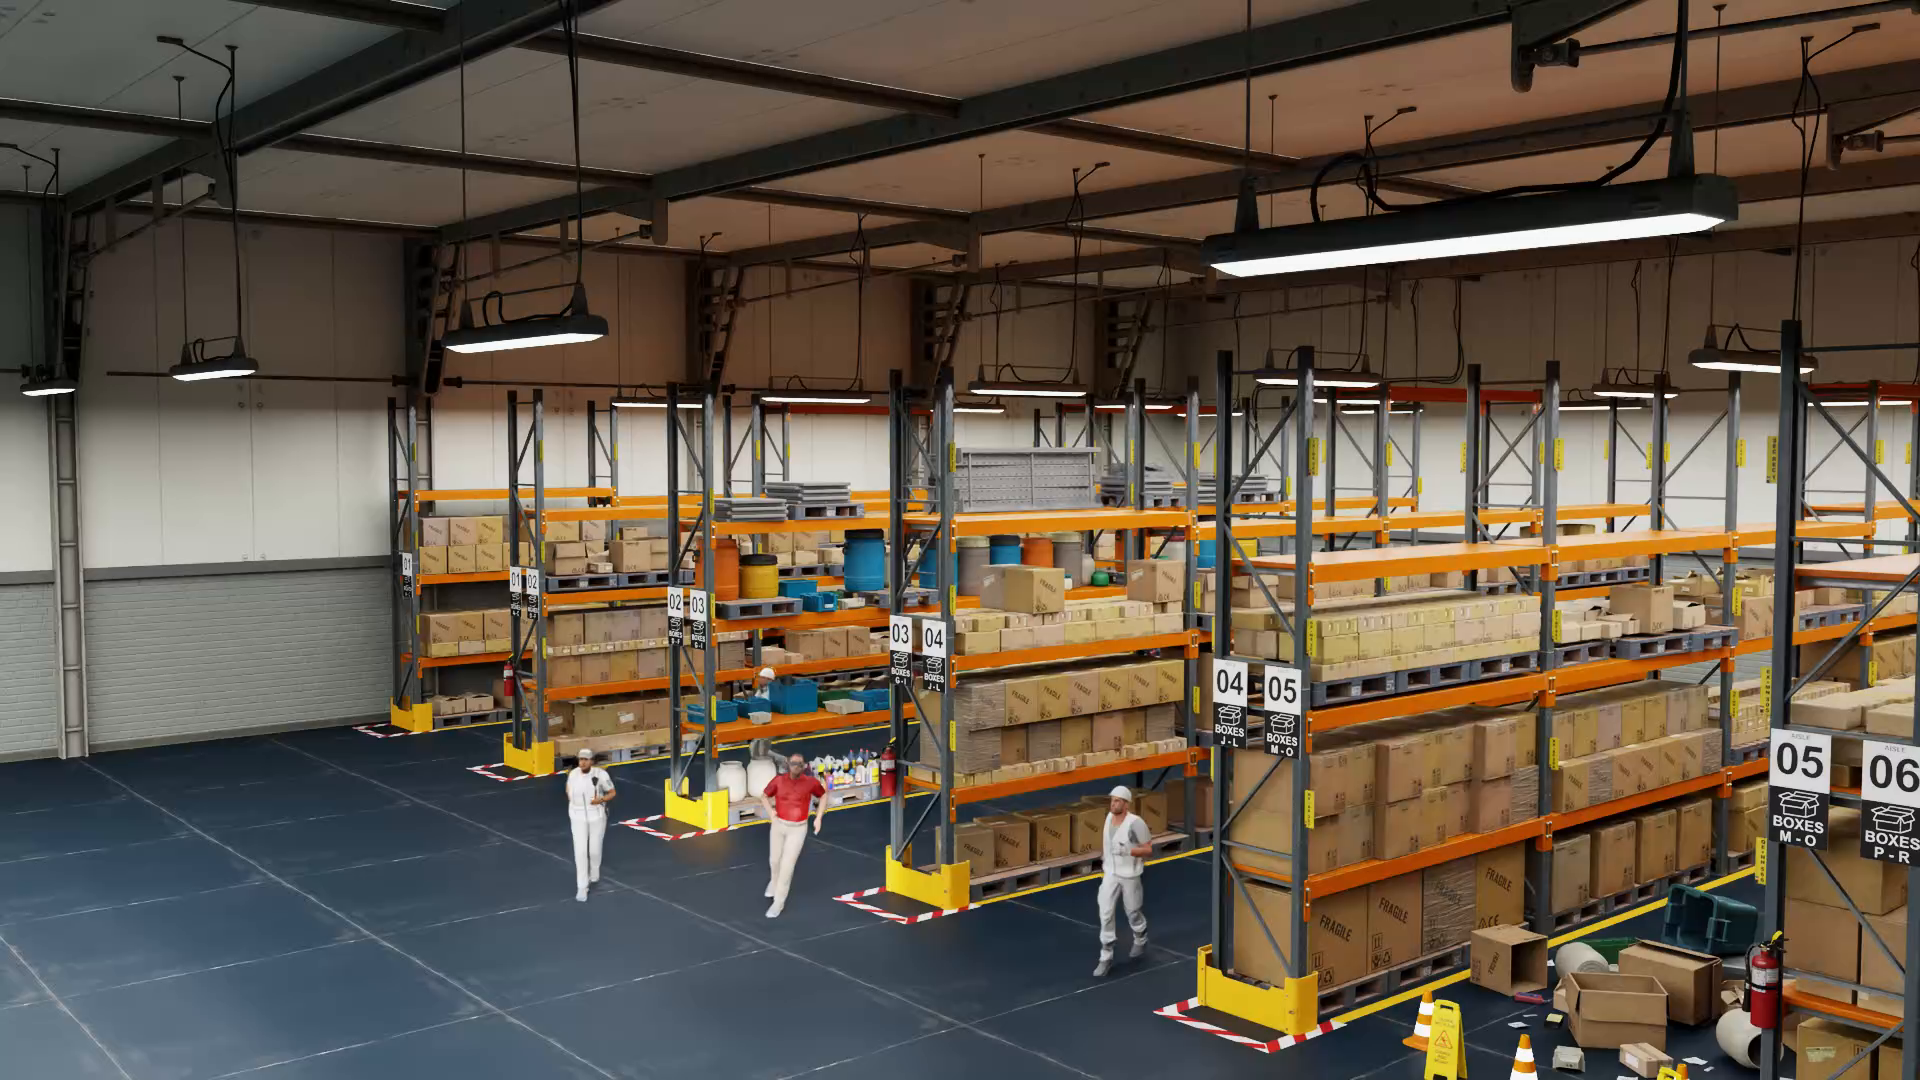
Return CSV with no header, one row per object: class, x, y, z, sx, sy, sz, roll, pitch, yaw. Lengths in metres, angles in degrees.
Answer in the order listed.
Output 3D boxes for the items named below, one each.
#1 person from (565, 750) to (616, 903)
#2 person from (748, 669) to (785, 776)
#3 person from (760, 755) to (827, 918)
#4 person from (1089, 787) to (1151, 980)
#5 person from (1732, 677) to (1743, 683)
person,-4.242,3.230,19.059,0.596,1.681,0.833,0,3,-5
person,-2.986,2.821,25.318,0.596,1.733,0.640,-3,4,-40
person,-1.879,3.231,18.408,0.735,1.701,0.930,0,3,7
person,1.599,3.314,16.260,0.628,1.820,0.904,3,4,37
person,11.638,2.866,24.831,0.809,1.650,0.585,-2,4,-33
